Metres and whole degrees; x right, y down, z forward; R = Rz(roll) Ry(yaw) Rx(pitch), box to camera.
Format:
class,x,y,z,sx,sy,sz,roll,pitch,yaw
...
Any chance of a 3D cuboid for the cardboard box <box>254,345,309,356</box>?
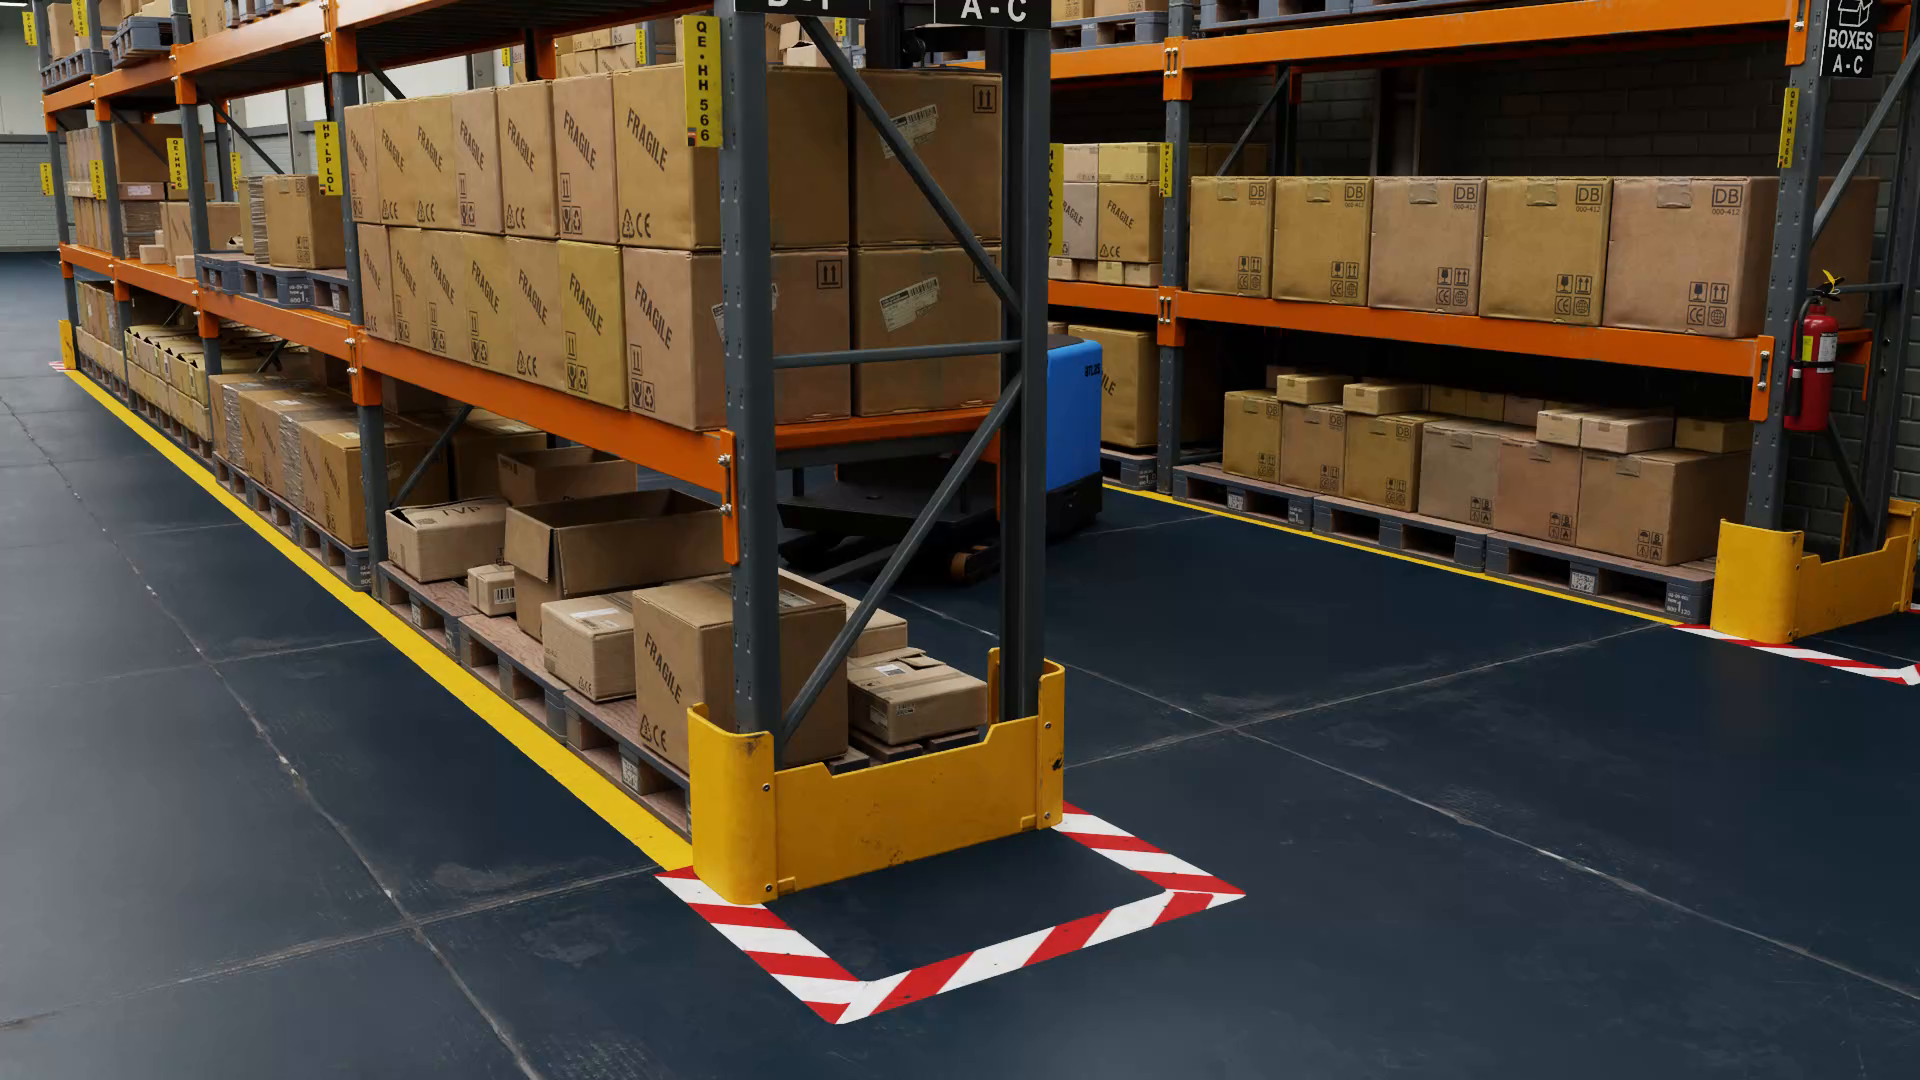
class,x,y,z,sx,sy,sz,roll,pitch,yaw
cardboard box,-4.964,-1.299,12.420,0.500,0.311,0.500,-9,15,-34

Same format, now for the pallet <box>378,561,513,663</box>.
class,x,y,z,sx,sy,sz,roll,pitch,yaw
pallet,-2.024,0.253,7.709,1.003,0.211,1.213,-8,15,-33

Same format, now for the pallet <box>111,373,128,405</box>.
class,x,y,z,sx,sy,sz,roll,pitch,yaw
pallet,-7.242,-1.438,15.444,1.003,0.211,1.213,-8,15,-33

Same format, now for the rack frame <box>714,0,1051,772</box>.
class,x,y,z,sx,sy,sz,roll,pitch,yaw
rack frame,-0.187,-0.520,4.717,1.000,3.000,0.127,-8,15,-33

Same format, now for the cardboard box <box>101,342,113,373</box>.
class,x,y,z,sx,sy,sz,roll,pitch,yaw
cardboard box,-7.833,-1.750,15.795,0.500,0.250,0.500,-8,15,-33

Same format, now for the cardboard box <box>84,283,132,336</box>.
class,x,y,z,sx,sy,sz,roll,pitch,yaw
cardboard box,-8.374,-2.296,16.537,0.500,0.500,0.500,-8,15,-33

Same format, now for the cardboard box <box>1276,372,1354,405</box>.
class,x,y,z,sx,sy,sz,roll,pitch,yaw
cardboard box,2.085,-0.891,9.767,0.380,0.149,0.250,-8,14,-31

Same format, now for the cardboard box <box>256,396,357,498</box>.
class,x,y,z,sx,sy,sz,roll,pitch,yaw
cardboard box,-3.744,-0.547,9.664,0.500,0.500,0.500,-9,15,-35

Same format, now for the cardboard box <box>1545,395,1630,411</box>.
class,x,y,z,sx,sy,sz,roll,pitch,yaw
cardboard box,3.279,-0.656,8.692,0.380,0.149,0.250,-8,15,-32

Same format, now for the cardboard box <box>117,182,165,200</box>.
class,x,y,z,sx,sy,sz,roll,pitch,yaw
cardboard box,-7.165,-3.043,14.502,0.380,0.149,0.250,-8,15,-33

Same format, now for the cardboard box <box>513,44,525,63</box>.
class,x,y,z,sx,sy,sz,roll,pitch,yaw
cardboard box,-4.919,-5.868,19.529,0.500,0.500,0.500,-9,15,-37

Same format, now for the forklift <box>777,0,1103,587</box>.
class,x,y,z,sx,sy,sz,roll,pitch,yaw
forklift,-0.289,-1.314,8.509,1.130,2.935,3.031,6,14,27

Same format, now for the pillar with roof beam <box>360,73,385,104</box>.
class,x,y,z,sx,sy,sz,roll,pitch,yaw
pillar with roof beam,-14.055,-8.486,27.101,9.100,9.000,0.400,-8,15,-33

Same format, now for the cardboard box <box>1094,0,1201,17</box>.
class,x,y,z,sx,sy,sz,roll,pitch,yaw
cardboard box,1.322,-3.717,11.052,0.700,0.500,0.500,-9,15,-36

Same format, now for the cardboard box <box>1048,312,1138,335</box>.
class,x,y,z,sx,sy,sz,roll,pitch,yaw
cardboard box,0.755,-1.231,12.019,0.750,0.750,0.750,-8,14,-31

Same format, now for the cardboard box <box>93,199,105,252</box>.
class,x,y,z,sx,sy,sz,roll,pitch,yaw
cardboard box,-7.944,-3.055,16.075,0.700,0.500,0.500,-8,14,-31

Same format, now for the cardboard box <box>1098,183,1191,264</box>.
class,x,y,z,sx,sy,sz,roll,pitch,yaw
cardboard box,1.252,-2.074,10.849,0.500,0.500,0.500,-8,15,-34

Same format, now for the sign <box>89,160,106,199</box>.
class,x,y,z,sx,sy,sz,roll,pitch,yaw
sign,-7.297,-3.050,14.074,0.100,0.325,0.005,-8,15,-33

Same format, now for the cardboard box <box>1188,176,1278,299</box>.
class,x,y,z,sx,sy,sz,roll,pitch,yaw
cardboard box,2.005,-1.866,10.173,0.980,0.700,0.700,-8,15,-32

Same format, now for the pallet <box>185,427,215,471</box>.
class,x,y,z,sx,sy,sz,roll,pitch,yaw
pallet,-5.044,-0.731,12.212,1.003,0.211,1.213,-8,15,-33

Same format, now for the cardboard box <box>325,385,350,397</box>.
class,x,y,z,sx,sy,sz,roll,pitch,yaw
cardboard box,-3.620,-0.706,10.389,0.500,0.500,0.500,-9,15,-35

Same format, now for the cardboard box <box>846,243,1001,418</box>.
class,x,y,z,sx,sy,sz,roll,pitch,yaw
cardboard box,-0.214,-0.679,5.210,0.500,0.500,0.500,-8,15,-32

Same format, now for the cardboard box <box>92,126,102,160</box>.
class,x,y,z,sx,sy,sz,roll,pitch,yaw
cardboard box,-7.645,-3.594,15.503,0.700,0.500,0.500,-8,15,-33

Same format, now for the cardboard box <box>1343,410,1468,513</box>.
class,x,y,z,sx,sy,sz,roll,pitch,yaw
cardboard box,2.605,-0.476,9.384,0.700,0.500,0.500,-8,15,-31

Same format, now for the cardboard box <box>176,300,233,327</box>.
class,x,y,z,sx,sy,sz,roll,pitch,yaw
cardboard box,-6.832,-2.002,15.192,0.500,0.500,0.500,-8,15,-33

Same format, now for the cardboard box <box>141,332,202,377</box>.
class,x,y,z,sx,sy,sz,roll,pitch,yaw
cardboard box,-6.254,-1.505,13.364,0.500,0.311,0.500,-9,15,-35

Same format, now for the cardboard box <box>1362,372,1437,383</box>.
class,x,y,z,sx,sy,sz,roll,pitch,yaw
cardboard box,2.572,-0.883,9.728,0.380,0.149,0.250,-9,15,-35

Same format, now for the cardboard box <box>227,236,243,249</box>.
class,x,y,z,sx,sy,sz,roll,pitch,yaw
cardboard box,-4.785,-1.969,11.552,0.500,0.311,0.500,-7,14,-29

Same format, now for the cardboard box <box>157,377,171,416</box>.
class,x,y,z,sx,sy,sz,roll,pitch,yaw
cardboard box,-5.966,-1.141,13.013,0.500,0.250,0.500,-8,15,-32

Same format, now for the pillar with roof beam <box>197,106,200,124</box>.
class,x,y,z,sx,sy,sz,roll,pitch,yaw
pillar with roof beam,-24.028,-11.687,41.740,9.100,9.000,0.548,-8,15,-33

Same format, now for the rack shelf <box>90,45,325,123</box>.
class,x,y,z,sx,sy,sz,roll,pitch,yaw
rack shelf,-5.728,-3.412,12.606,1.077,0.370,4.000,-8,15,-33

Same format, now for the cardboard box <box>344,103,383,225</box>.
class,x,y,z,sx,sy,sz,roll,pitch,yaw
cardboard box,-2.377,-1.651,7.317,0.500,0.500,0.500,-8,14,-31

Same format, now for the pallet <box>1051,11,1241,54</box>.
class,x,y,z,sx,sy,sz,roll,pitch,yaw
pallet,1.169,-3.347,11.074,0.805,0.209,1.217,-9,15,-35

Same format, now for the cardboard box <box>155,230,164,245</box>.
class,x,y,z,sx,sy,sz,roll,pitch,yaw
cardboard box,-6.527,-2.498,14.116,0.500,0.250,0.500,-7,14,-29

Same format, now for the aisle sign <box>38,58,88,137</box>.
class,x,y,z,sx,sy,sz,roll,pitch,yaw
aisle sign,-9.344,-4.611,17.339,0.394,0.787,0.004,-8,15,-33

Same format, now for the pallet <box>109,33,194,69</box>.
class,x,y,z,sx,sy,sz,roll,pitch,yaw
pallet,-5.692,-3.624,12.335,1.003,0.211,1.213,-7,14,-30

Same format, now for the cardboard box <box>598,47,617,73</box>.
class,x,y,z,sx,sy,sz,roll,pitch,yaw
cardboard box,-3.469,-4.917,17.523,0.500,0.500,0.500,-10,16,-37

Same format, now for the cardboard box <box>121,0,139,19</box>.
class,x,y,z,sx,sy,sz,roll,pitch,yaw
cardboard box,-6.527,-4.503,13.524,0.500,0.500,0.500,-8,15,-32

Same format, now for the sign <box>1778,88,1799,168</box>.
class,x,y,z,sx,sy,sz,roll,pitch,yaw
sign,3.475,-1.726,6.970,0.100,0.325,0.005,-8,15,-33

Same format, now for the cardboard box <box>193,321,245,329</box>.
class,x,y,z,sx,sy,sz,roll,pitch,yaw
cardboard box,-6.373,-1.752,14.491,0.500,0.311,0.500,-8,15,-33

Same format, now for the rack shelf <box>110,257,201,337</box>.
class,x,y,z,sx,sy,sz,roll,pitch,yaw
rack shelf,-5.728,-1.947,12.927,1.077,0.370,4.000,-8,15,-33

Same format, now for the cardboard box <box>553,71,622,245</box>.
class,x,y,z,sx,sy,sz,roll,pitch,yaw
cardboard box,-0.944,-1.193,5.223,0.500,0.500,0.500,-8,14,-31

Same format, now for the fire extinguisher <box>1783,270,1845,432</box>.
class,x,y,z,sx,sy,sz,roll,pitch,yaw
fire extinguisher,3.634,-0.805,7.077,0.296,0.674,0.183,-8,15,-33

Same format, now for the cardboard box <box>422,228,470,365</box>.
class,x,y,z,sx,sy,sz,roll,pitch,yaw
cardboard box,-1.787,-0.977,6.575,0.500,0.500,0.500,-8,15,-33

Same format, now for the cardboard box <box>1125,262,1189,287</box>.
class,x,y,z,sx,sy,sz,roll,pitch,yaw
cardboard box,1.295,-1.732,10.801,0.380,0.149,0.250,-8,15,-32

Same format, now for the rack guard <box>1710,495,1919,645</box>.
class,x,y,z,sx,sy,sz,roll,pitch,yaw
rack guard,3.948,0.119,7.649,1.175,0.500,0.348,-8,15,-33

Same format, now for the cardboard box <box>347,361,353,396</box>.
class,x,y,z,sx,sy,sz,roll,pitch,yaw
cardboard box,-3.301,-0.973,9.857,0.500,0.250,0.500,-8,15,-34

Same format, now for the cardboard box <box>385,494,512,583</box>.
class,x,y,z,sx,sy,sz,roll,pitch,yaw
cardboard box,-2.351,-0.032,7.752,0.500,0.311,0.500,-8,15,-33

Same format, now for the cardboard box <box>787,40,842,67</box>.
class,x,y,z,sx,sy,sz,roll,pitch,yaw
cardboard box,-1.122,-4.057,14.034,0.500,0.311,0.500,-8,15,-33

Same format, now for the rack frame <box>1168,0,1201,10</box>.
class,x,y,z,sx,sy,sz,roll,pitch,yaw
rack frame,1.718,-4.749,10.014,1.000,3.000,0.127,-8,15,-33

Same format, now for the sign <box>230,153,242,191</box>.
class,x,y,z,sx,sy,sz,roll,pitch,yaw
sign,-6.390,-3.247,14.663,0.100,0.325,0.005,-8,15,-33

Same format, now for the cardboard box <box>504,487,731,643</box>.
class,x,y,z,sx,sy,sz,roll,pitch,yaw
cardboard box,-1.358,0.107,6.665,0.797,0.503,0.637,-8,15,-33

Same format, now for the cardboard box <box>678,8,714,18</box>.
class,x,y,z,sx,sy,sz,roll,pitch,yaw
cardboard box,-2.748,-5.374,17.274,0.500,0.500,0.500,-8,15,-32

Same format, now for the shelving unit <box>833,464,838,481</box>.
class,x,y,z,sx,sy,sz,roll,pitch,yaw
shelving unit,-0.669,-0.437,10.907,0.258,0.189,1.200,-2,12,-8

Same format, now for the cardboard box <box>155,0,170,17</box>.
class,x,y,z,sx,sy,sz,roll,pitch,yaw
cardboard box,-5.531,-3.808,12.101,0.500,0.250,0.500,-8,15,-34

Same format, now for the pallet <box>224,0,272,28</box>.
class,x,y,z,sx,sy,sz,roll,pitch,yaw
pallet,-3.284,-2.913,9.080,1.213,0.211,1.003,-8,15,-33

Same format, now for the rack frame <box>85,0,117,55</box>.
class,x,y,z,sx,sy,sz,roll,pitch,yaw
rack frame,-6.836,-5.585,13.836,1.000,3.000,0.127,-8,15,-33

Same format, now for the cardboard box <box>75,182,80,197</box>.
class,x,y,z,sx,sy,sz,roll,pitch,yaw
cardboard box,-8.591,-3.499,16.591,0.380,0.149,0.250,-8,15,-34
